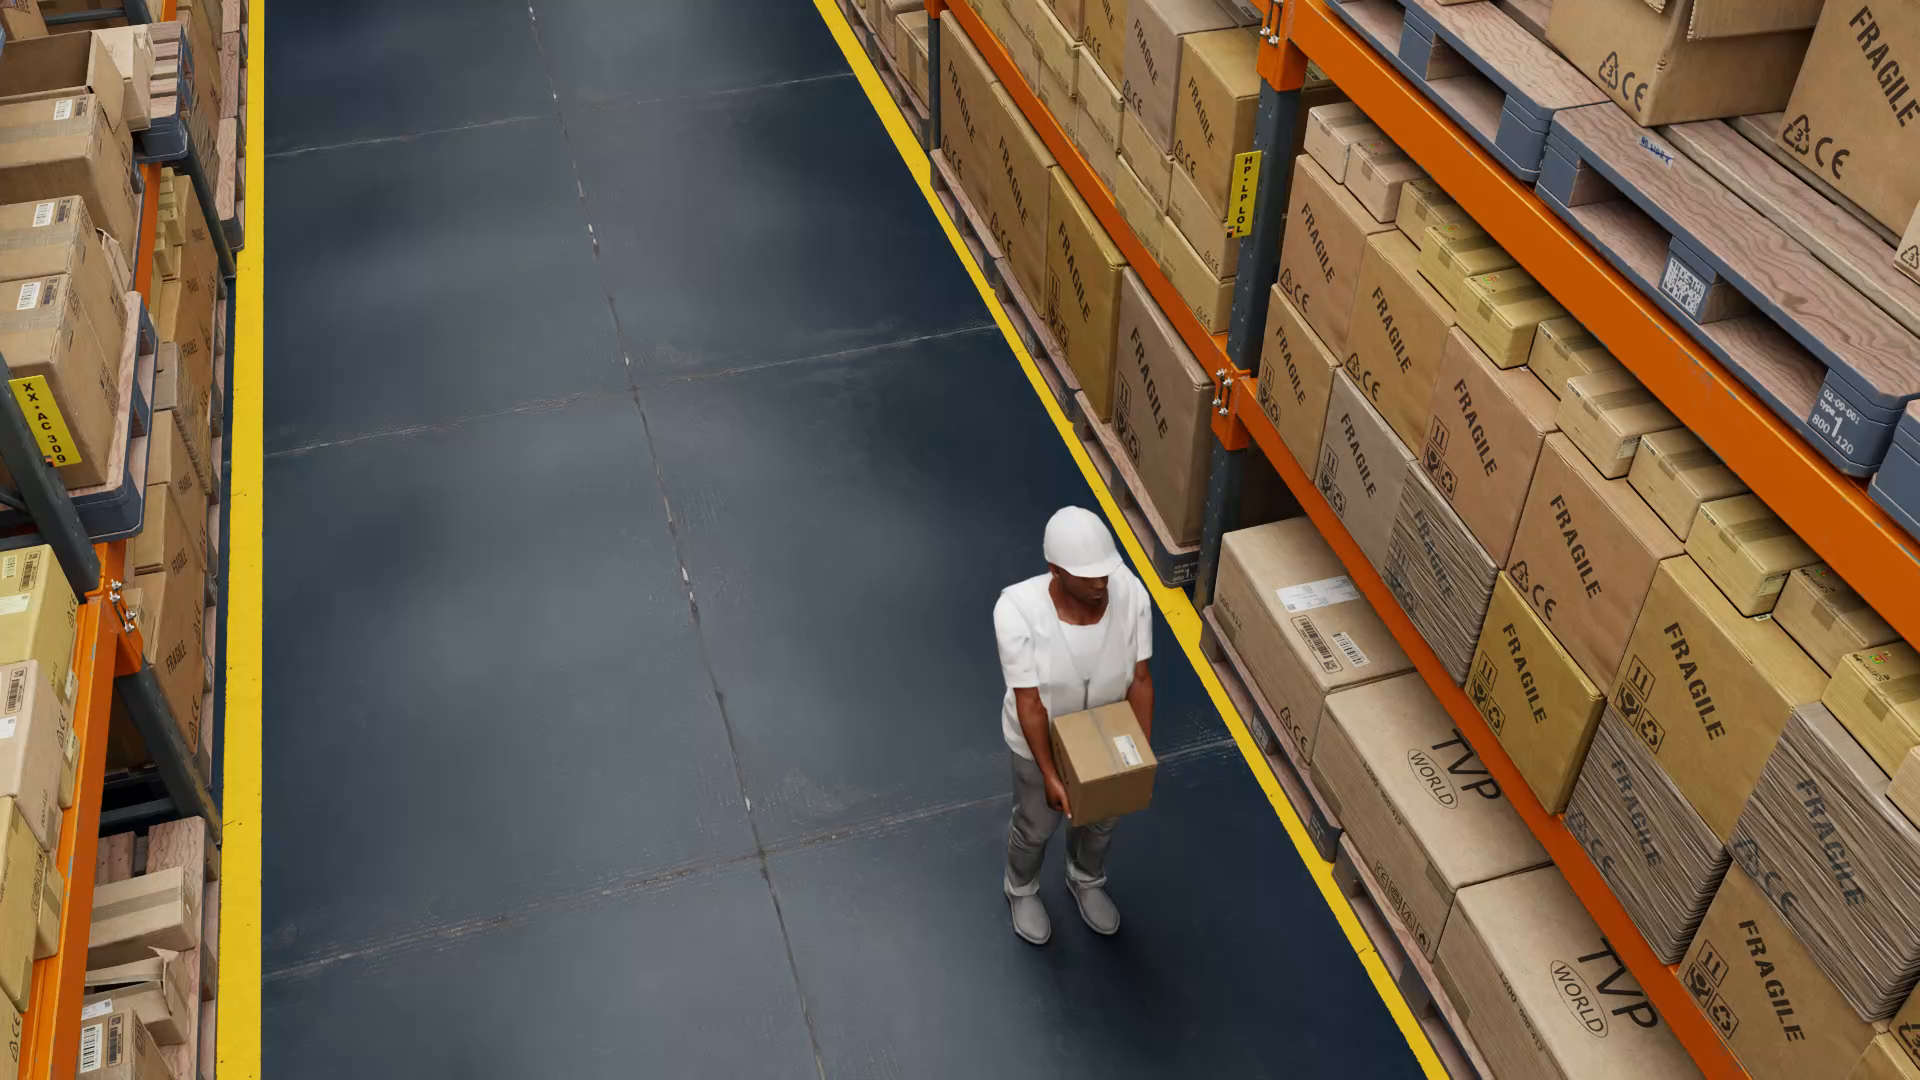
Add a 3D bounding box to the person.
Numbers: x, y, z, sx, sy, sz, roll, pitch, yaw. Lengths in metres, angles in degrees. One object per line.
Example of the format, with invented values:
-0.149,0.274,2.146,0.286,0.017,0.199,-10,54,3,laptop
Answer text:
0.394,0.683,5.387,0.504,1.760,0.575,-12,43,-13,person
